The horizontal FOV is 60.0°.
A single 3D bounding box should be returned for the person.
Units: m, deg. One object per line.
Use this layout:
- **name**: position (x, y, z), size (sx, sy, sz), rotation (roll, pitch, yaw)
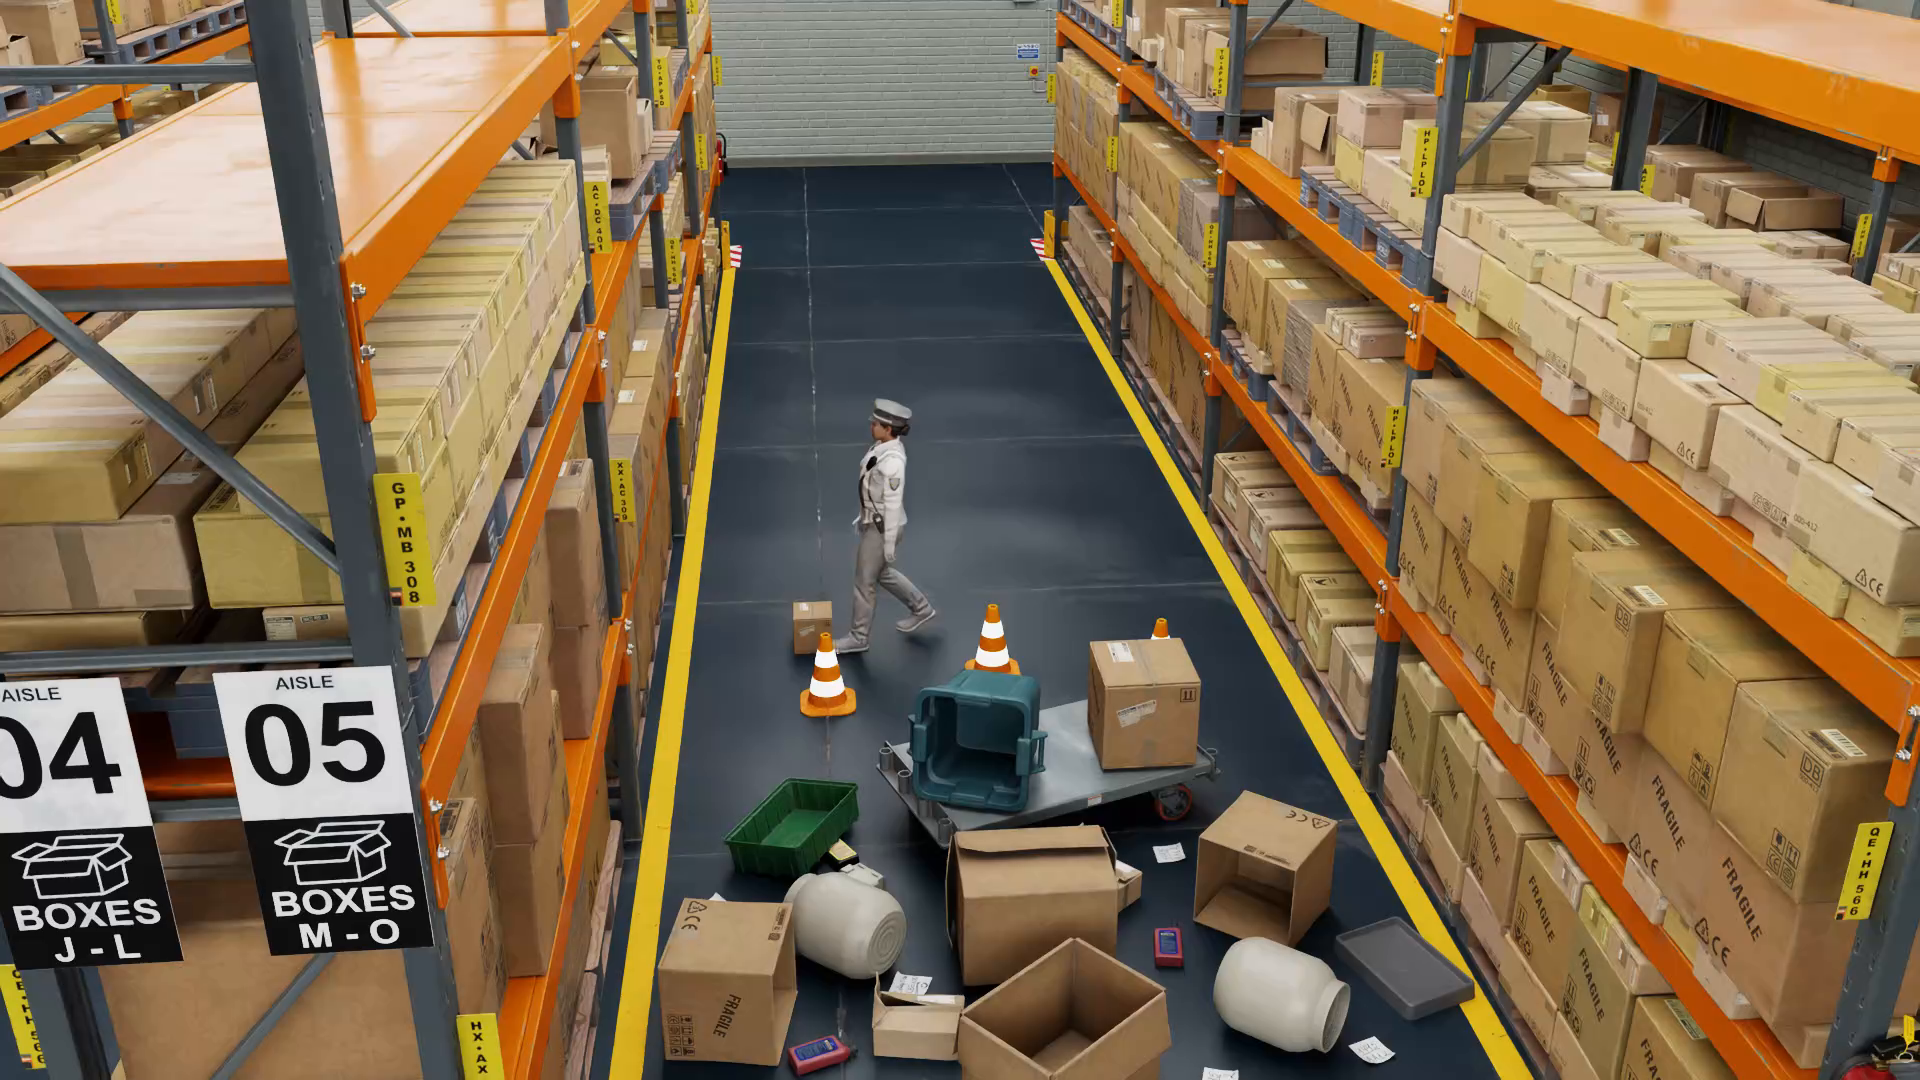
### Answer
- **person**: position (-0.516, -0.103, 10.513), size (0.739, 1.659, 0.492), rotation (-2, 24, -5)
